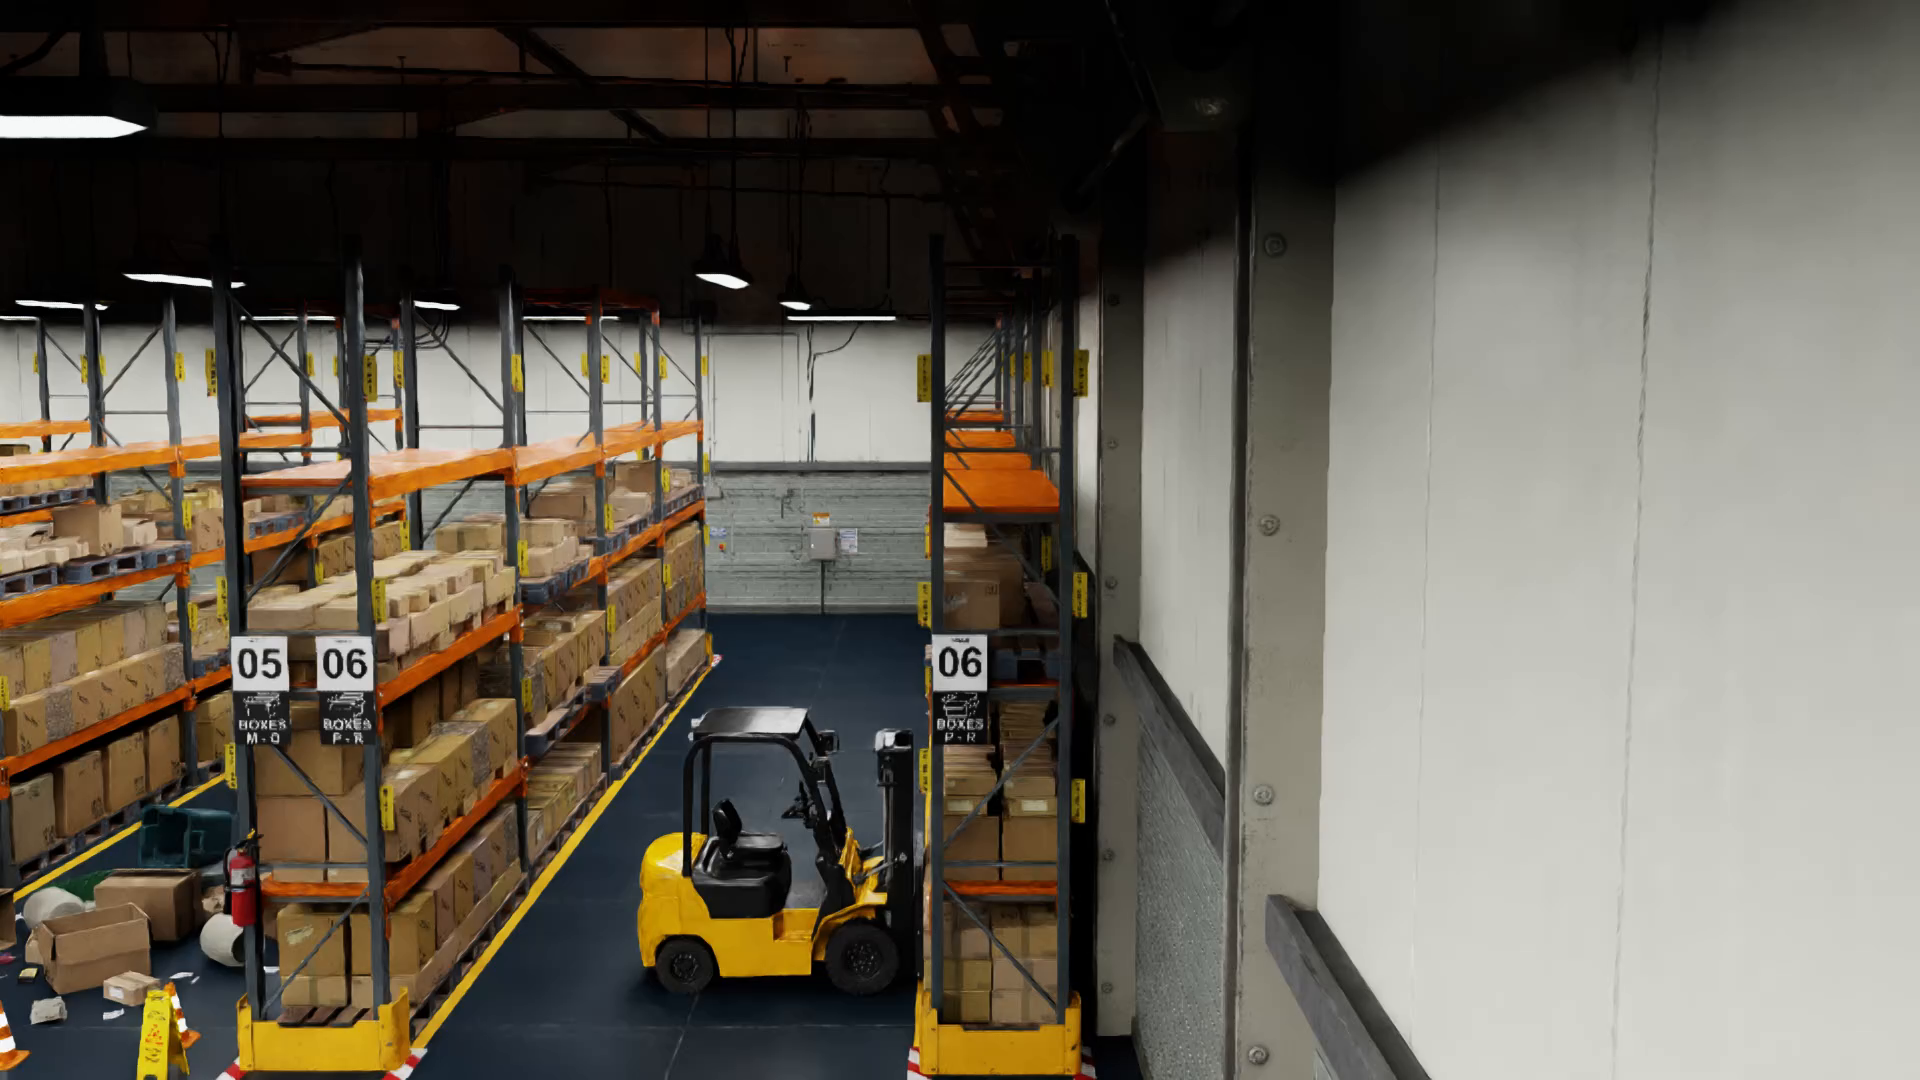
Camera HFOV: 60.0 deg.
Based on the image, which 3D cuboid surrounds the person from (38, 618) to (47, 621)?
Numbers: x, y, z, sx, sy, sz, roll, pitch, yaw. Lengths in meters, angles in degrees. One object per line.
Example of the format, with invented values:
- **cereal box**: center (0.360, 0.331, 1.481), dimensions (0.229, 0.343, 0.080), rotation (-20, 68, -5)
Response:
- **person**: center (-11.847, 1.895, 21.651), dimensions (0.597, 1.746, 0.668), rotation (3, 7, 24)
